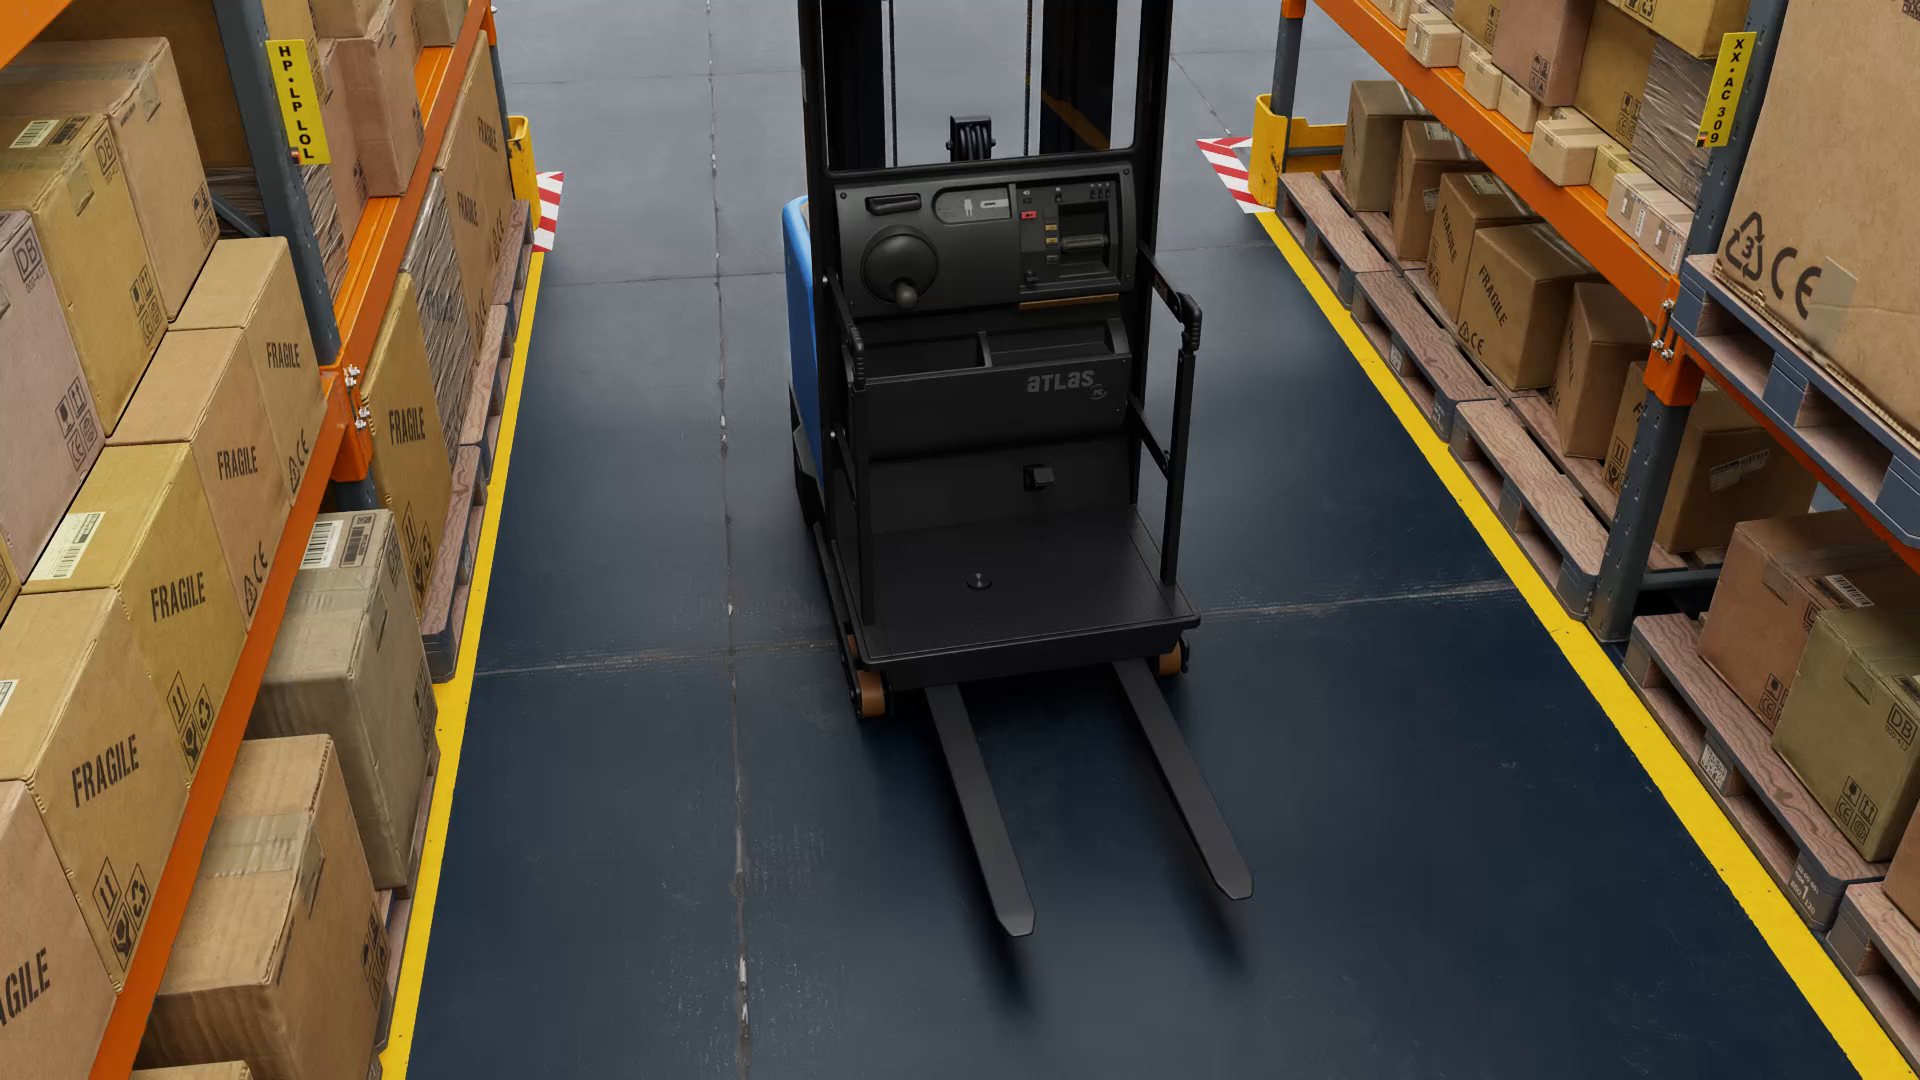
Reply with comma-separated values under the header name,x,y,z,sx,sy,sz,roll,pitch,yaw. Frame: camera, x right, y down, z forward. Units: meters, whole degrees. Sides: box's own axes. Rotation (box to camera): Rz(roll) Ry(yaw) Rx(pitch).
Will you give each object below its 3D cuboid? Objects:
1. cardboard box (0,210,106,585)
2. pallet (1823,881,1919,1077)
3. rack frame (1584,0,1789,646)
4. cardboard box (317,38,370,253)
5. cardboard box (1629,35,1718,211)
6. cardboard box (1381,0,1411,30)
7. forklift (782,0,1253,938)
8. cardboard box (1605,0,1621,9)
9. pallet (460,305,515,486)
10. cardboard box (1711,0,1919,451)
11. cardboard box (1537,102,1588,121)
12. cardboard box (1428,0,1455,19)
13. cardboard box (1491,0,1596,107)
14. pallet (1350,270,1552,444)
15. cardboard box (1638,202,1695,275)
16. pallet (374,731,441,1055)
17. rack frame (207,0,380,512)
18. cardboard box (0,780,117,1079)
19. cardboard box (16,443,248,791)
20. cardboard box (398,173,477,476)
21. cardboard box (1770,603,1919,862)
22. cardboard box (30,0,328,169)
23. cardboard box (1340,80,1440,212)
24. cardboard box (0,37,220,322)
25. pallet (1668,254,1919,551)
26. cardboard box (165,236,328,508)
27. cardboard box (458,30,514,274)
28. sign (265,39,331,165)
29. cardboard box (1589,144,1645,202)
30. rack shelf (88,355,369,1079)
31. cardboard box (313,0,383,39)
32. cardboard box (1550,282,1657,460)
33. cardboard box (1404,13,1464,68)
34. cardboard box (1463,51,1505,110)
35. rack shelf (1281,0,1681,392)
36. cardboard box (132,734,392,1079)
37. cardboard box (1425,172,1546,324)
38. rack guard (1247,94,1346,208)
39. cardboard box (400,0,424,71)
name,x,y,z,sx,sy,sz,roll,pitch,yaw
cardboard box,-2.028,-0.239,2.960,0.700,0.500,0.500,-4,34,-6
pallet,2.963,1.320,4.126,1.003,0.211,1.213,-4,35,-6
rack frame,2.689,-0.949,4.979,1.000,3.000,0.127,-4,35,-6
cardboard box,-2.397,-1.202,5.217,0.875,0.550,0.550,-4,35,-6
cardboard box,2.690,-1.369,5.243,0.875,0.500,0.500,-4,35,-6
cardboard box,2.067,-2.341,7.244,0.380,0.149,0.250,-4,35,-6
forklift,0.135,-0.865,4.917,1.130,2.935,3.031,-7,35,-10
cardboard box,2.287,-2.036,5.333,0.500,0.500,0.500,-4,35,-6
pallet,-2.431,-0.590,6.929,1.003,0.211,1.213,-4,35,-6
cardboard box,2.657,-0.917,4.026,1.000,1.000,1.000,-4,34,-6
cardboard box,2.324,-1.508,6.022,0.380,0.149,0.250,-4,35,-6
cardboard box,2.409,-2.484,6.879,0.875,0.500,0.500,-4,35,-6
cardboard box,2.491,-1.922,6.054,0.875,0.500,0.500,-4,35,-6
pallet,2.396,-0.851,7.312,1.003,0.211,1.213,-4,35,-6
cardboard box,2.369,-0.943,5.193,0.380,0.149,0.250,-4,35,-6
pallet,-2.061,0.947,4.673,1.003,0.211,1.213,-4,35,-6
rack frame,-2.239,-0.630,4.511,1.000,3.000,0.127,-4,35,-6
cardboard box,-1.633,0.725,2.434,0.500,0.500,0.500,-4,35,-6
cardboard box,-1.768,0.164,3.258,0.500,0.500,0.500,-4,34,-6
cardboard box,-2.380,-0.785,6.251,0.875,0.875,0.875,-4,34,-6
cardboard box,2.796,0.514,4.662,0.700,0.500,0.500,-5,35,-7
cardboard box,-2.255,-1.347,4.470,0.875,0.550,0.550,-4,35,-6
cardboard box,2.219,-1.972,8.327,0.500,0.500,0.500,2,34,2
cardboard box,-2.167,-0.808,3.795,0.700,0.500,0.500,-5,35,-7
pallet,2.648,-0.432,4.391,1.003,0.211,1.213,-4,35,-6
cardboard box,-1.904,-0.400,4.085,0.500,0.500,0.500,-5,35,-7
cardboard box,-2.621,-1.784,7.718,0.875,0.875,0.875,-4,34,-6
sign,-1.703,-1.122,4.275,0.100,0.325,0.005,-4,35,-6
cardboard box,2.371,-1.227,5.611,0.380,0.149,0.250,-4,35,-6
rack shelf,-1.970,0.783,3.076,1.077,0.370,4.000,-4,35,-6
cardboard box,-2.380,-1.957,5.365,0.875,0.550,0.550,-4,35,-6
cardboard box,2.590,-0.635,6.365,0.500,0.500,0.500,6,35,9
cardboard box,2.059,-2.056,6.827,0.380,0.149,0.250,-4,35,-6
cardboard box,2.182,-1.781,6.423,0.380,0.149,0.250,-4,35,-6
rack shelf,2.420,-1.768,6.820,1.077,0.370,4.000,-4,35,-6
cardboard box,-1.941,1.004,3.737,1.050,0.750,0.750,-4,35,-6
cardboard box,2.398,-1.290,7.327,0.500,0.500,0.500,-1,34,-2
rack guard,2.161,-2.106,8.896,1.175,0.500,0.348,-4,35,-6
cardboard box,-2.636,-2.093,6.525,0.875,0.550,0.550,-4,35,-6
